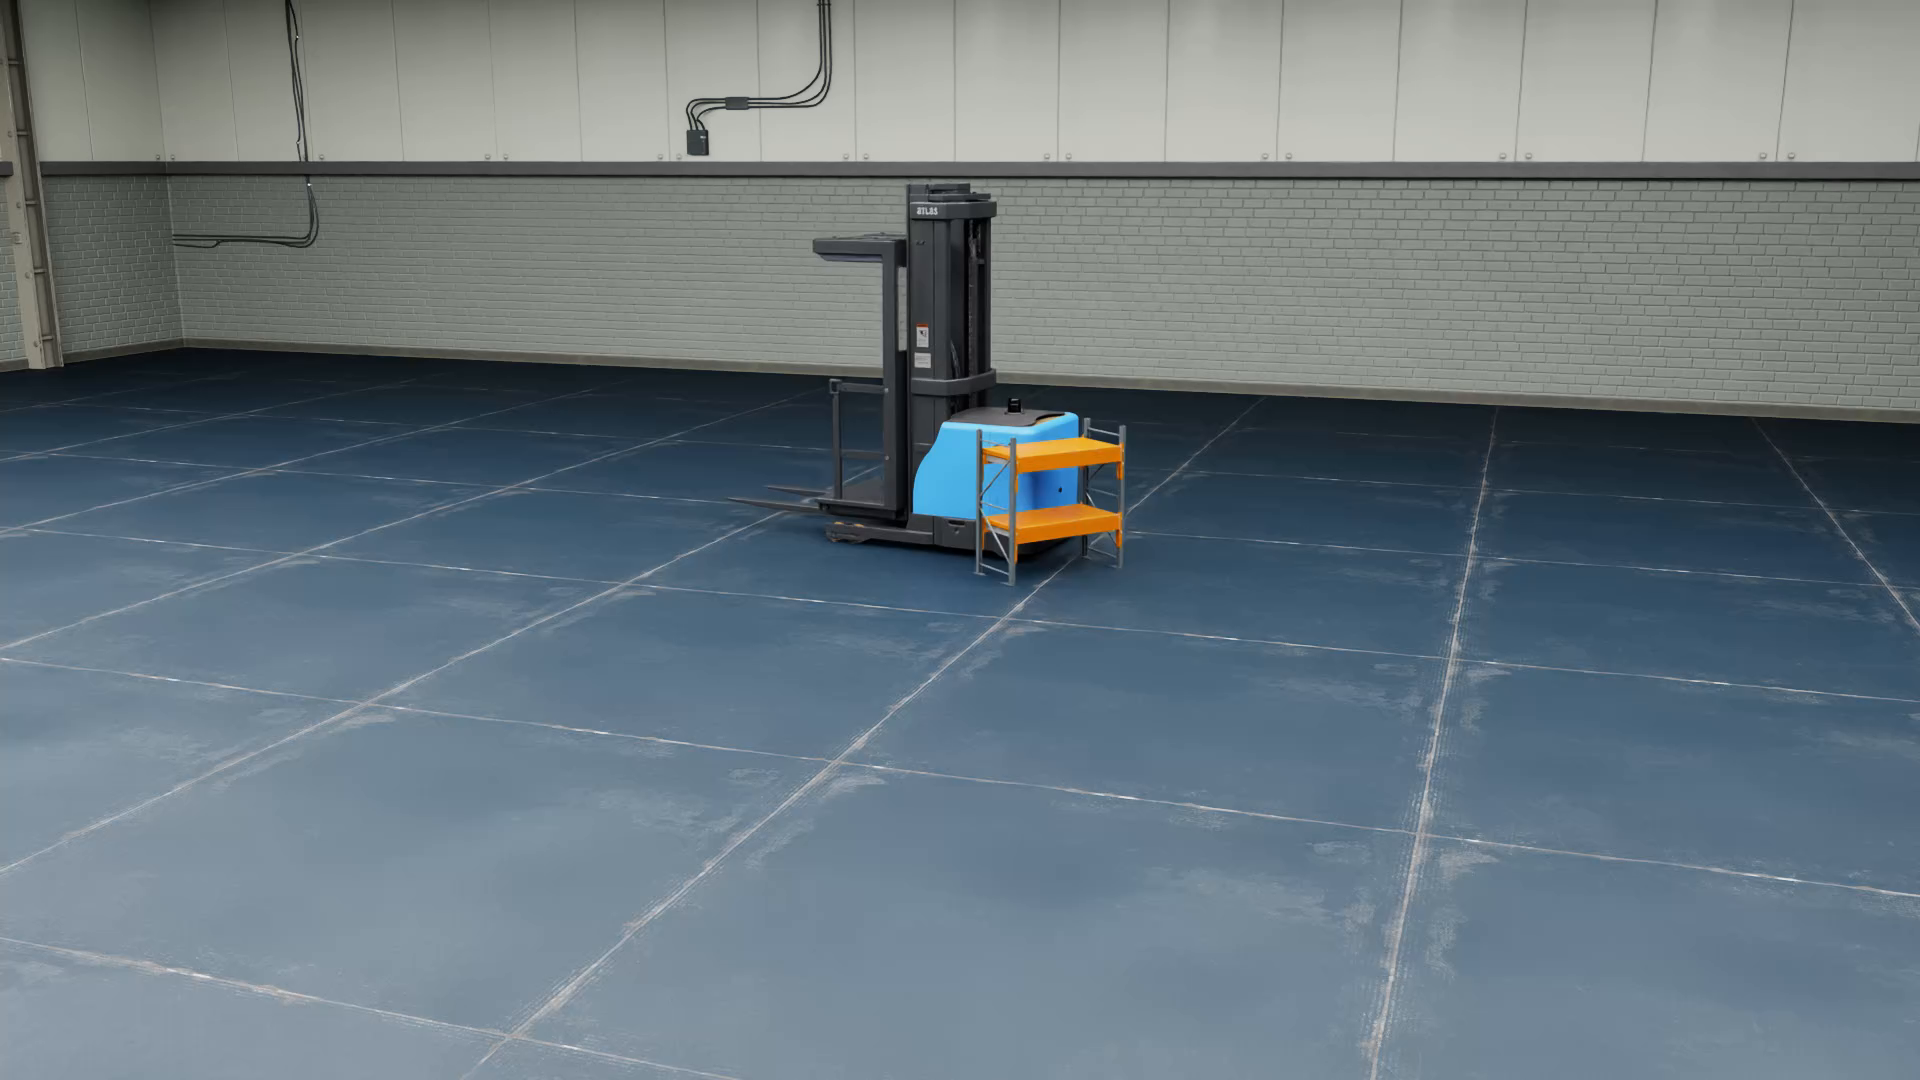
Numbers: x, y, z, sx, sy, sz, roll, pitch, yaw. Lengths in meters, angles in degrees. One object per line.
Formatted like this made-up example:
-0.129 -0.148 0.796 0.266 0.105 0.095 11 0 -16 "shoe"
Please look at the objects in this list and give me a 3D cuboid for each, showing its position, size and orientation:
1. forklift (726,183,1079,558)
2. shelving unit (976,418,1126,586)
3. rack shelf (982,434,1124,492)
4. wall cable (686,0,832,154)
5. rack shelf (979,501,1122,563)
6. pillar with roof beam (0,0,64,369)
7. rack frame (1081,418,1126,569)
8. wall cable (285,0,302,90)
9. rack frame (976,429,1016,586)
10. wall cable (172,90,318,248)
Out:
-0.556 -1.491 13.935 3.031 2.935 1.130 6 14 26 "forklift"
0.698 -0.309 12.814 1.048 1.125 0.538 -8 15 -32 "shelving unit"
0.698 -0.594 12.749 1.000 0.278 0.538 -8 15 -32 "rack shelf"
-2.932 -8.551 23.589 2.305 6.003 0.169 4 14 18 "wall cable"
0.698 -0.071 12.868 1.000 0.278 0.538 -8 15 -32 "rack shelf"
-10.041 -6.745 23.318 9.100 9.000 0.400 4 14 18 "pillar with roof beam"
1.127 -0.370 13.080 0.032 1.125 0.500 -8 15 -32 "rack frame"
-9.350 -8.334 25.906 3.097 2.526 0.112 4 14 18 "wall cable"
0.269 -0.248 12.548 0.032 1.125 0.500 -8 15 -32 "rack frame"
-11.910 -6.066 27.322 3.097 2.526 0.112 4 14 18 "wall cable"
